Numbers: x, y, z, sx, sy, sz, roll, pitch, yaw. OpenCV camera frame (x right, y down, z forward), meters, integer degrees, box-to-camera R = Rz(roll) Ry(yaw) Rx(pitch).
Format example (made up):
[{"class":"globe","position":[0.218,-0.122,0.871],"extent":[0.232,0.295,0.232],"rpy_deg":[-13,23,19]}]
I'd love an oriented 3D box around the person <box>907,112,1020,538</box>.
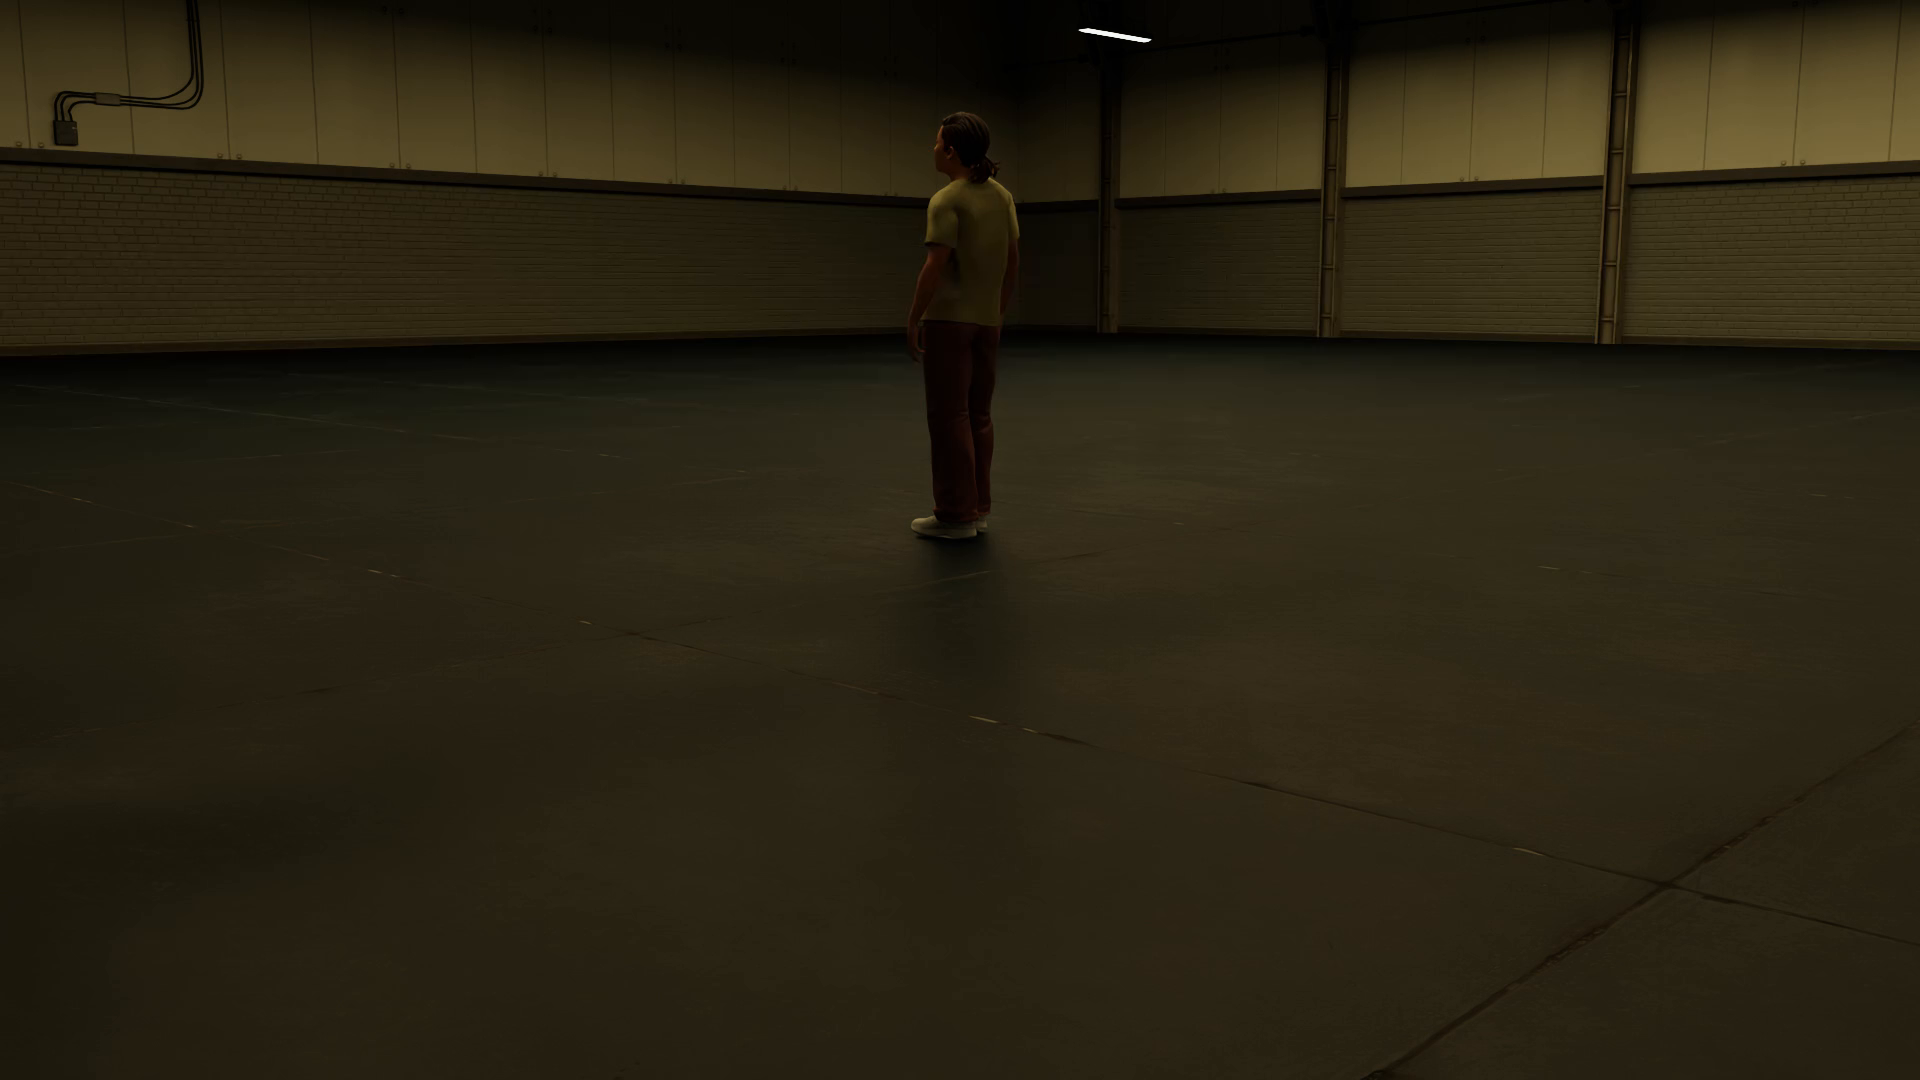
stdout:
[{"class":"person","position":[-0.045,-0.845,6.651],"extent":[0.548,1.673,0.553],"rpy_deg":[8,12,43]}]
